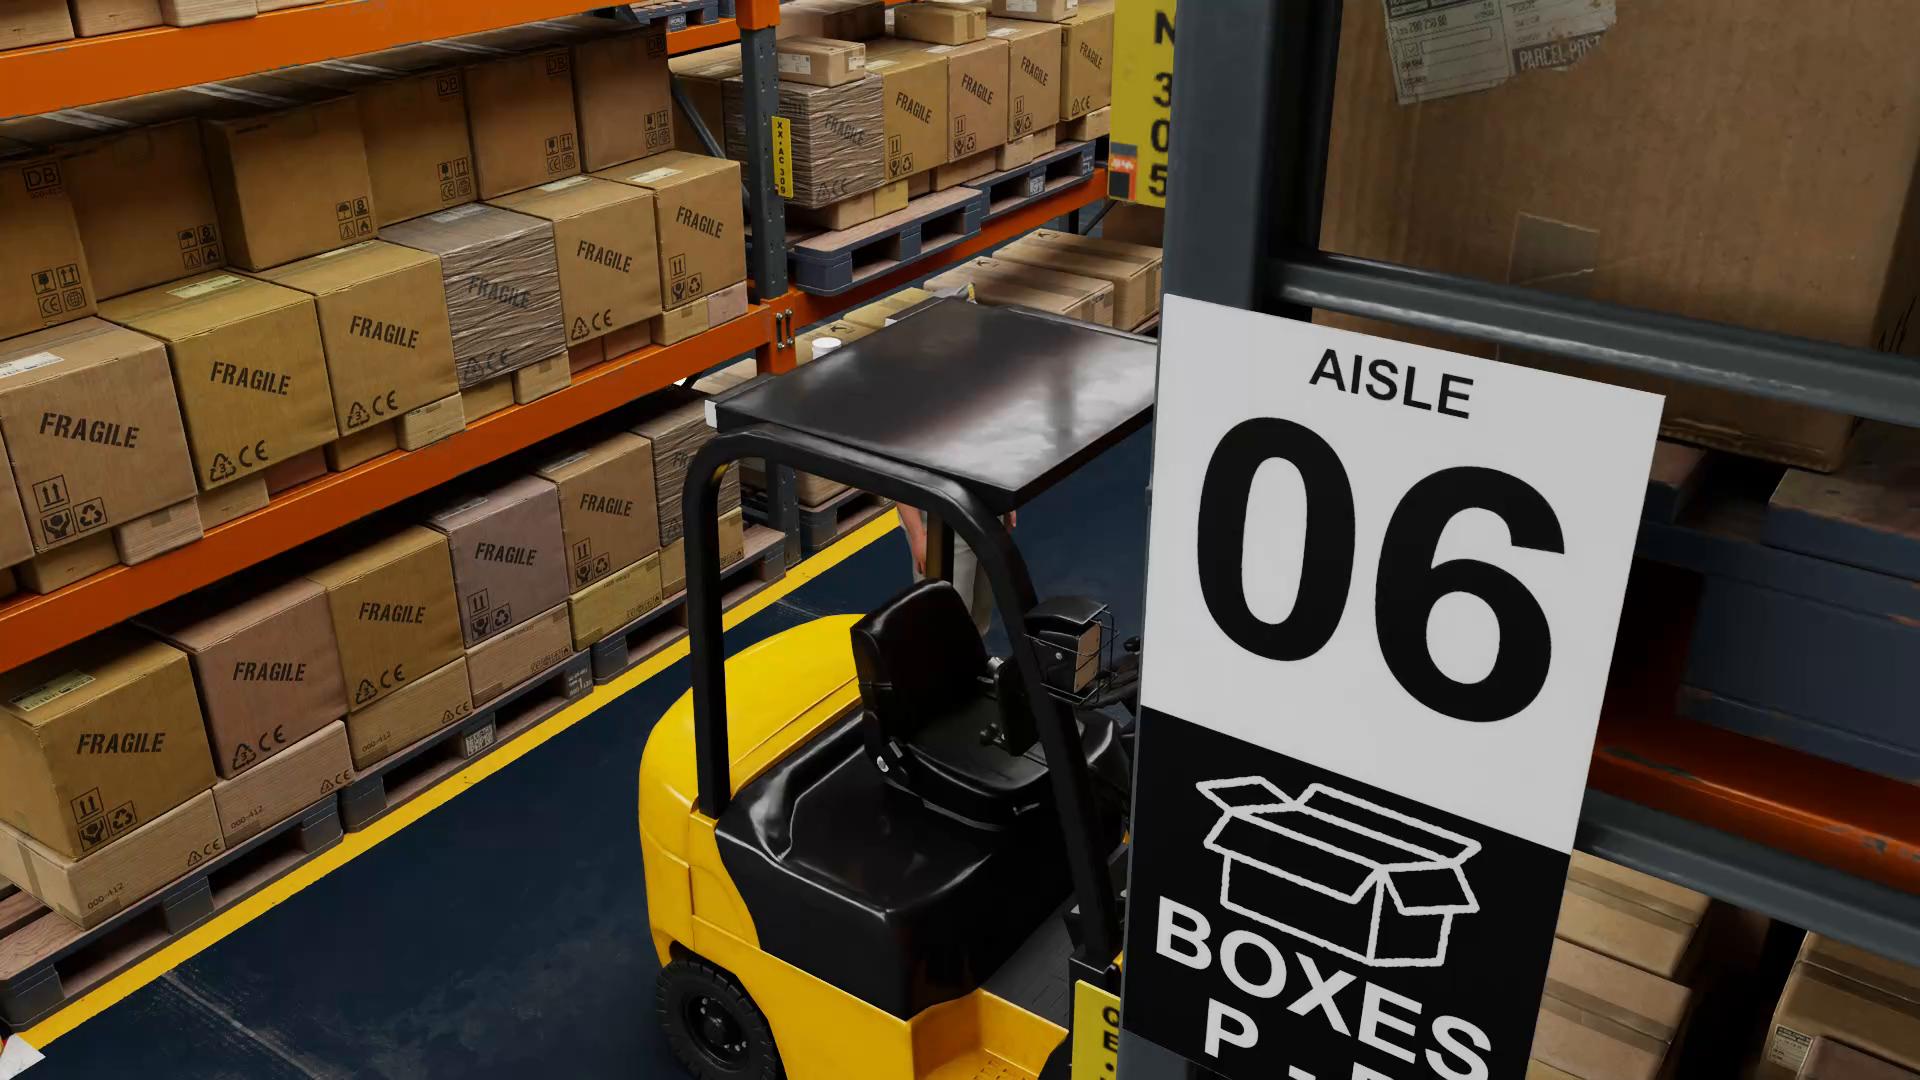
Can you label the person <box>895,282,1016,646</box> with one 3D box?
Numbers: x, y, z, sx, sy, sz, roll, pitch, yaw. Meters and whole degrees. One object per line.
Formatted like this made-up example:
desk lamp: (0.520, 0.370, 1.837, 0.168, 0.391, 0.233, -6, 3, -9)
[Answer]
person: (0.047, -0.074, 6.200, 0.574, 1.779, 0.640, 17, 32, 30)
